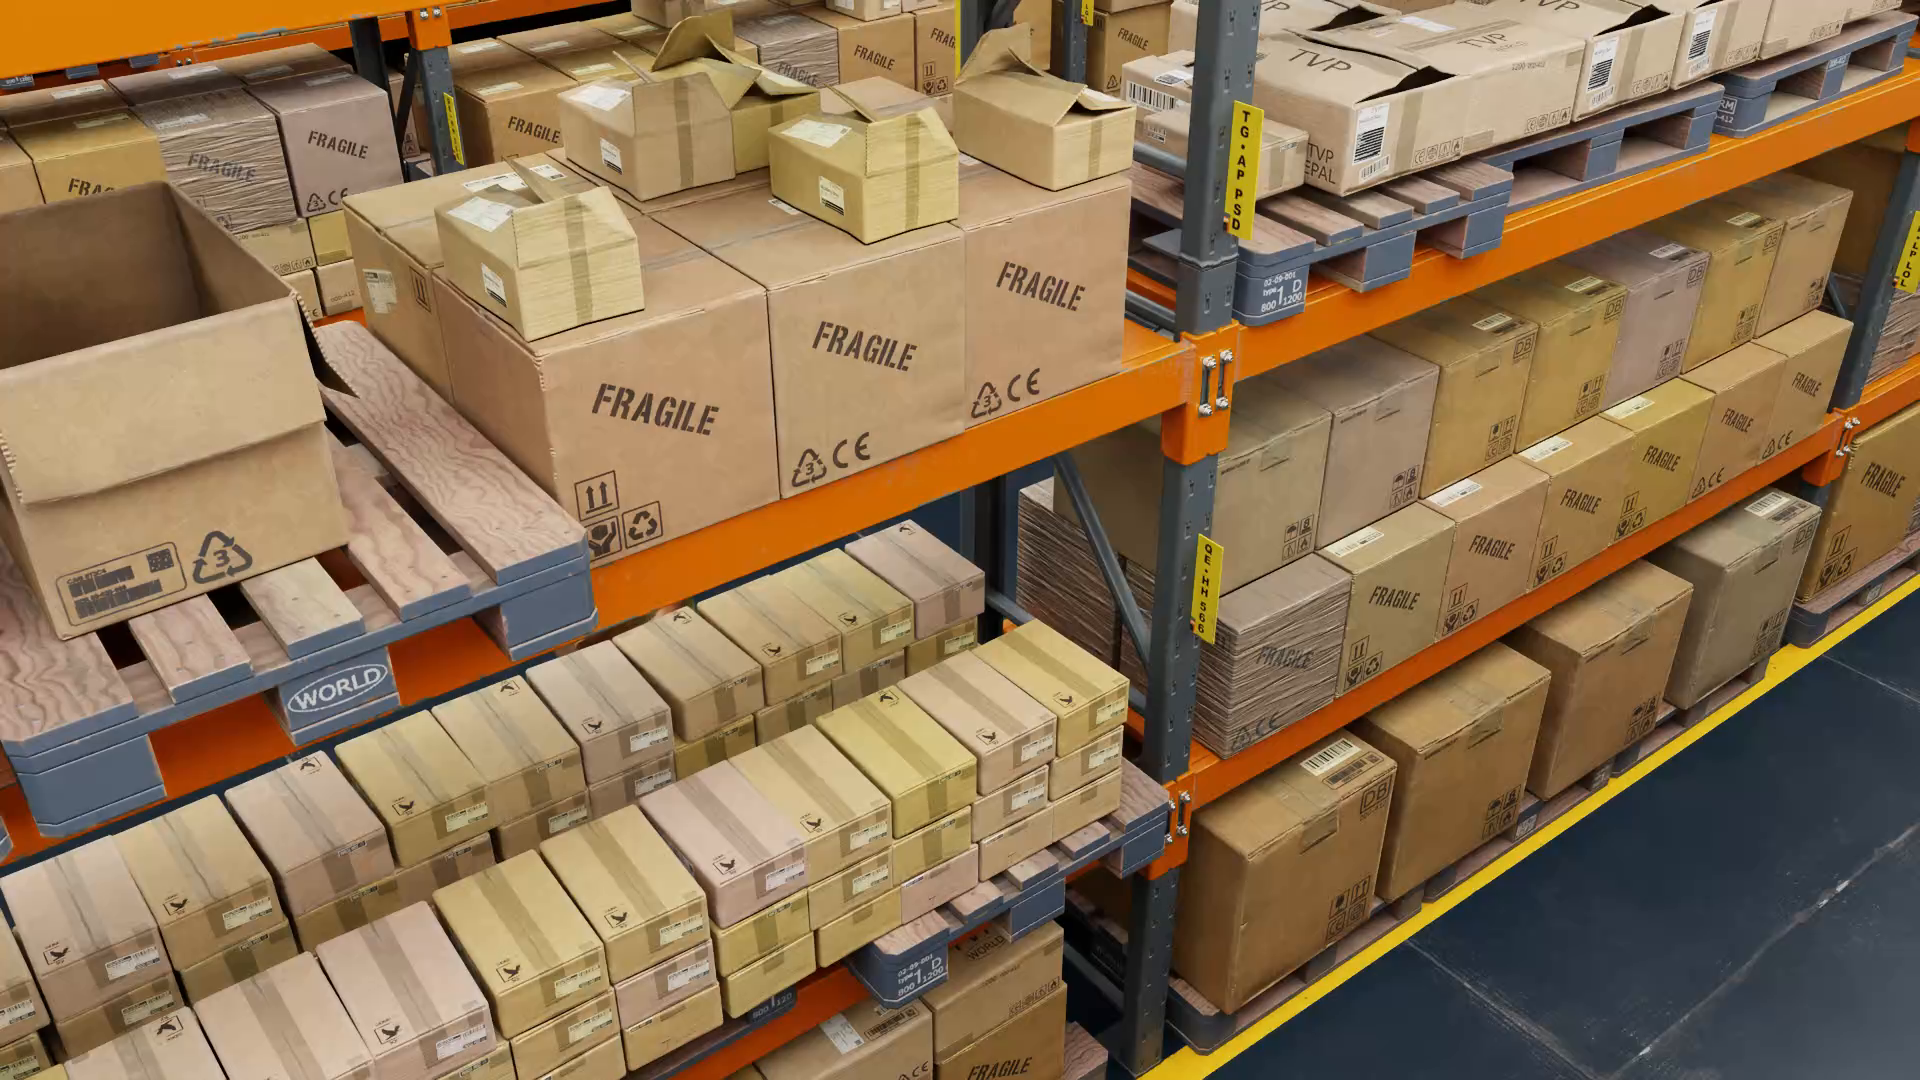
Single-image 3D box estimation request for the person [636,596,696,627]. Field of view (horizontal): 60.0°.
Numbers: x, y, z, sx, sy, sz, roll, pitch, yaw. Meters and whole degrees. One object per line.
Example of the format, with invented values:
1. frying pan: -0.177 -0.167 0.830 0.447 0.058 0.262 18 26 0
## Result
1. person: -1.203 0.424 6.467 0.537 1.674 0.439 -23 39 -31
